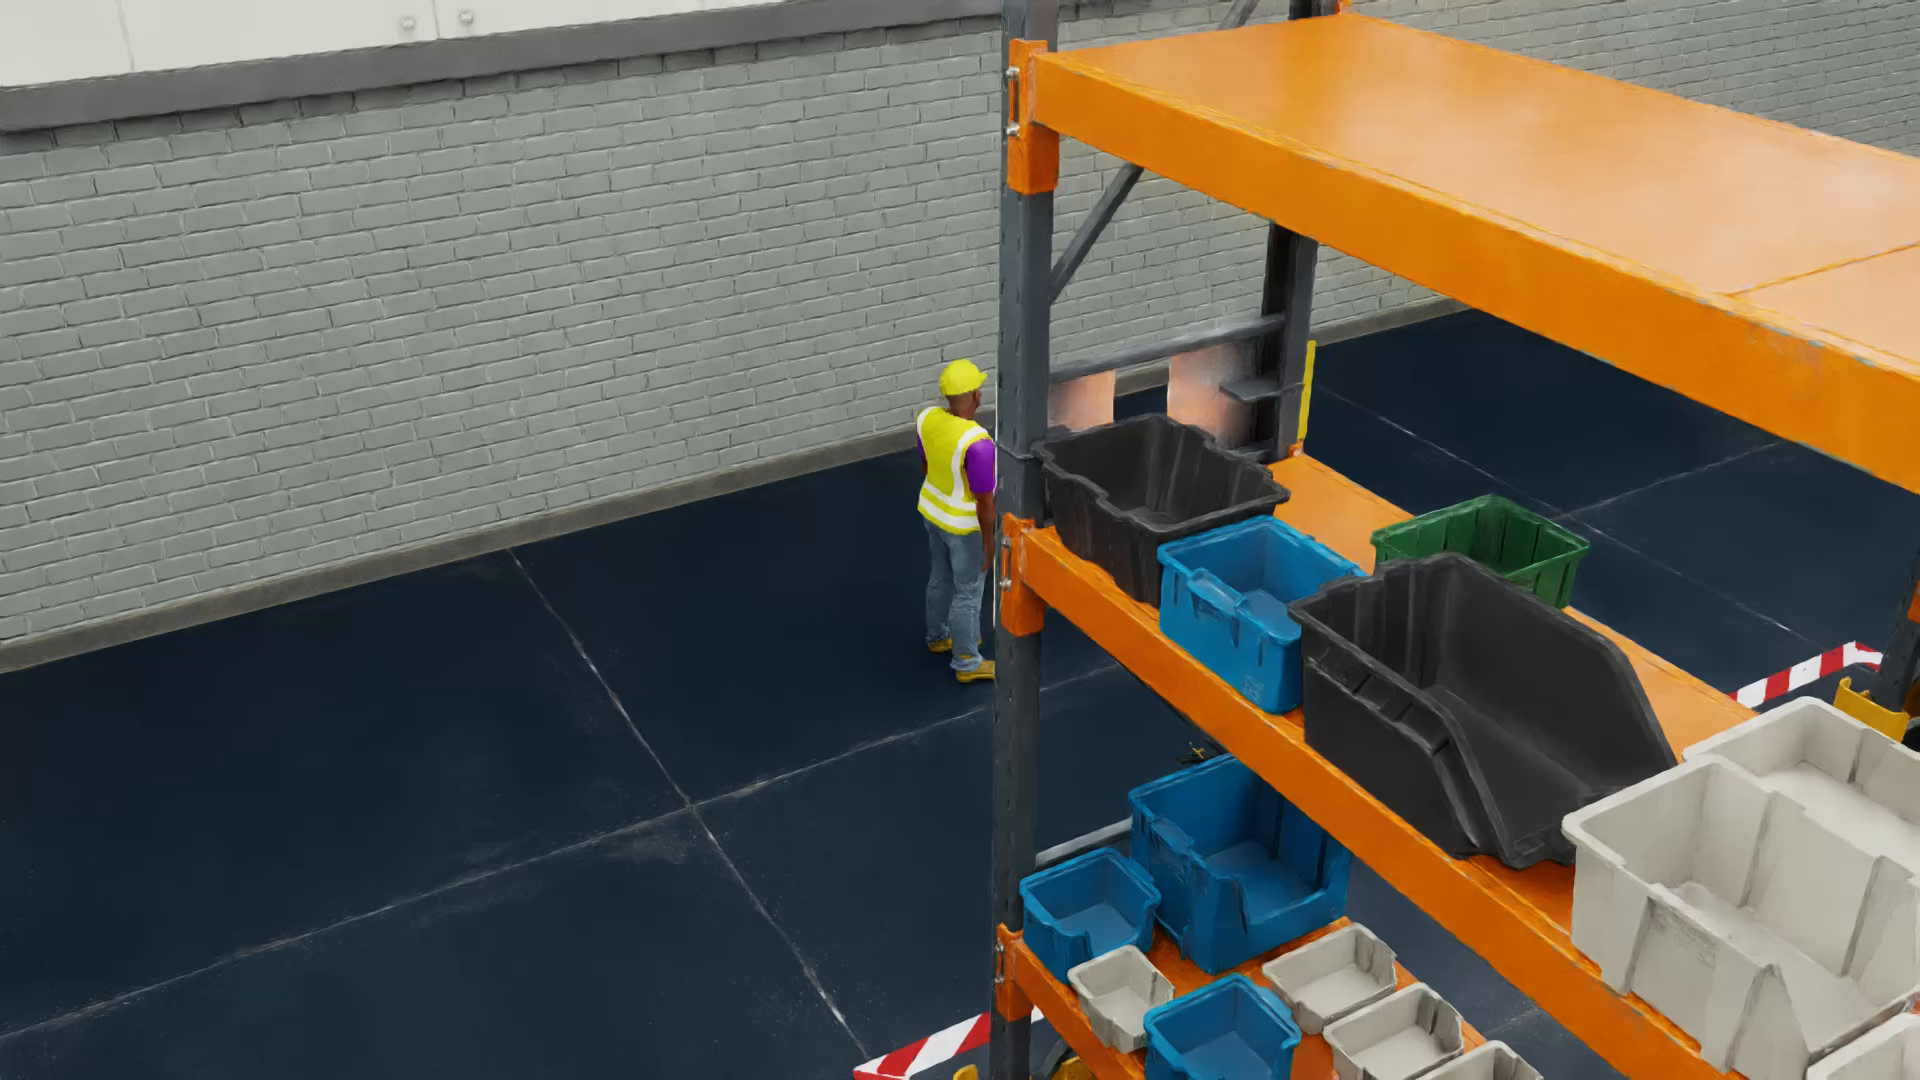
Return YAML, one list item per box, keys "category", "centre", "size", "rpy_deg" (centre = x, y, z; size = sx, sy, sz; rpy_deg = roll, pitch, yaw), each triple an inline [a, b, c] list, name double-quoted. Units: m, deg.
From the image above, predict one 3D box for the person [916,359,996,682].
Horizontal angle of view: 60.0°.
- category: "person"
  centre: [0.007, -0.118, 8.702]
  size: [0.381, 1.772, 0.625]
  rpy_deg: [-20, 35, -32]
